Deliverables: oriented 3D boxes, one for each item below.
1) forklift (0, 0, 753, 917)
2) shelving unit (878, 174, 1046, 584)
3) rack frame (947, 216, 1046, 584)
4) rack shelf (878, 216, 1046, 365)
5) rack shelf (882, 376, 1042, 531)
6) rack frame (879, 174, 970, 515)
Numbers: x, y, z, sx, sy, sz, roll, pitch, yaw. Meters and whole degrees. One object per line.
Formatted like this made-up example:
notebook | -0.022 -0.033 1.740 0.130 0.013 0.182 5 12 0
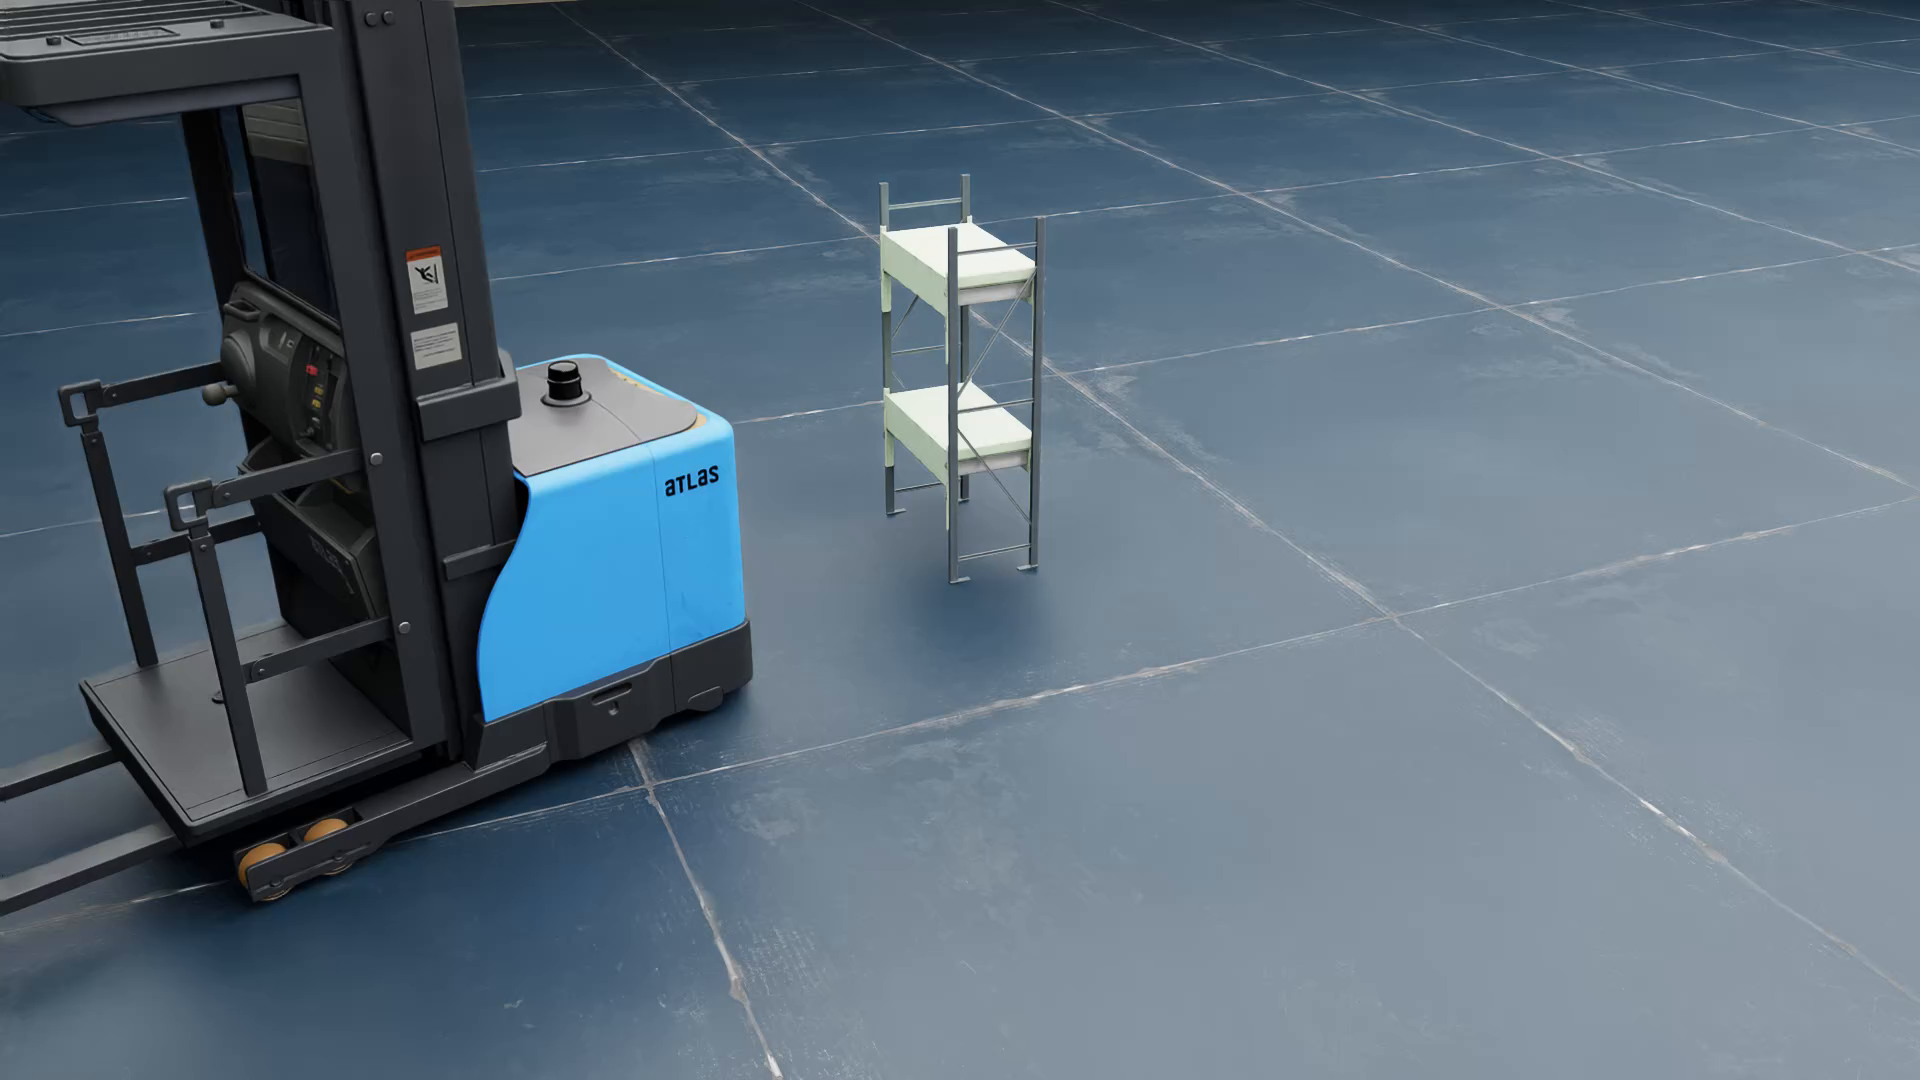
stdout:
forklift | -2.200 -0.490 4.913 3.031 2.935 1.130 -21 33 -36
shelving unit | -0.003 -0.677 6.926 0.431 1.500 0.755 -11 28 -21
rack frame | 0.141 -0.529 6.624 0.400 1.500 0.023 -11 28 -21
rack shelf | -0.003 -1.027 6.755 0.431 0.370 0.720 -11 28 -21
rack shelf | -0.003 -0.384 7.069 0.431 0.370 0.720 -11 28 -21
rack frame | -0.146 -0.824 7.229 0.400 1.500 0.023 -11 28 -21
